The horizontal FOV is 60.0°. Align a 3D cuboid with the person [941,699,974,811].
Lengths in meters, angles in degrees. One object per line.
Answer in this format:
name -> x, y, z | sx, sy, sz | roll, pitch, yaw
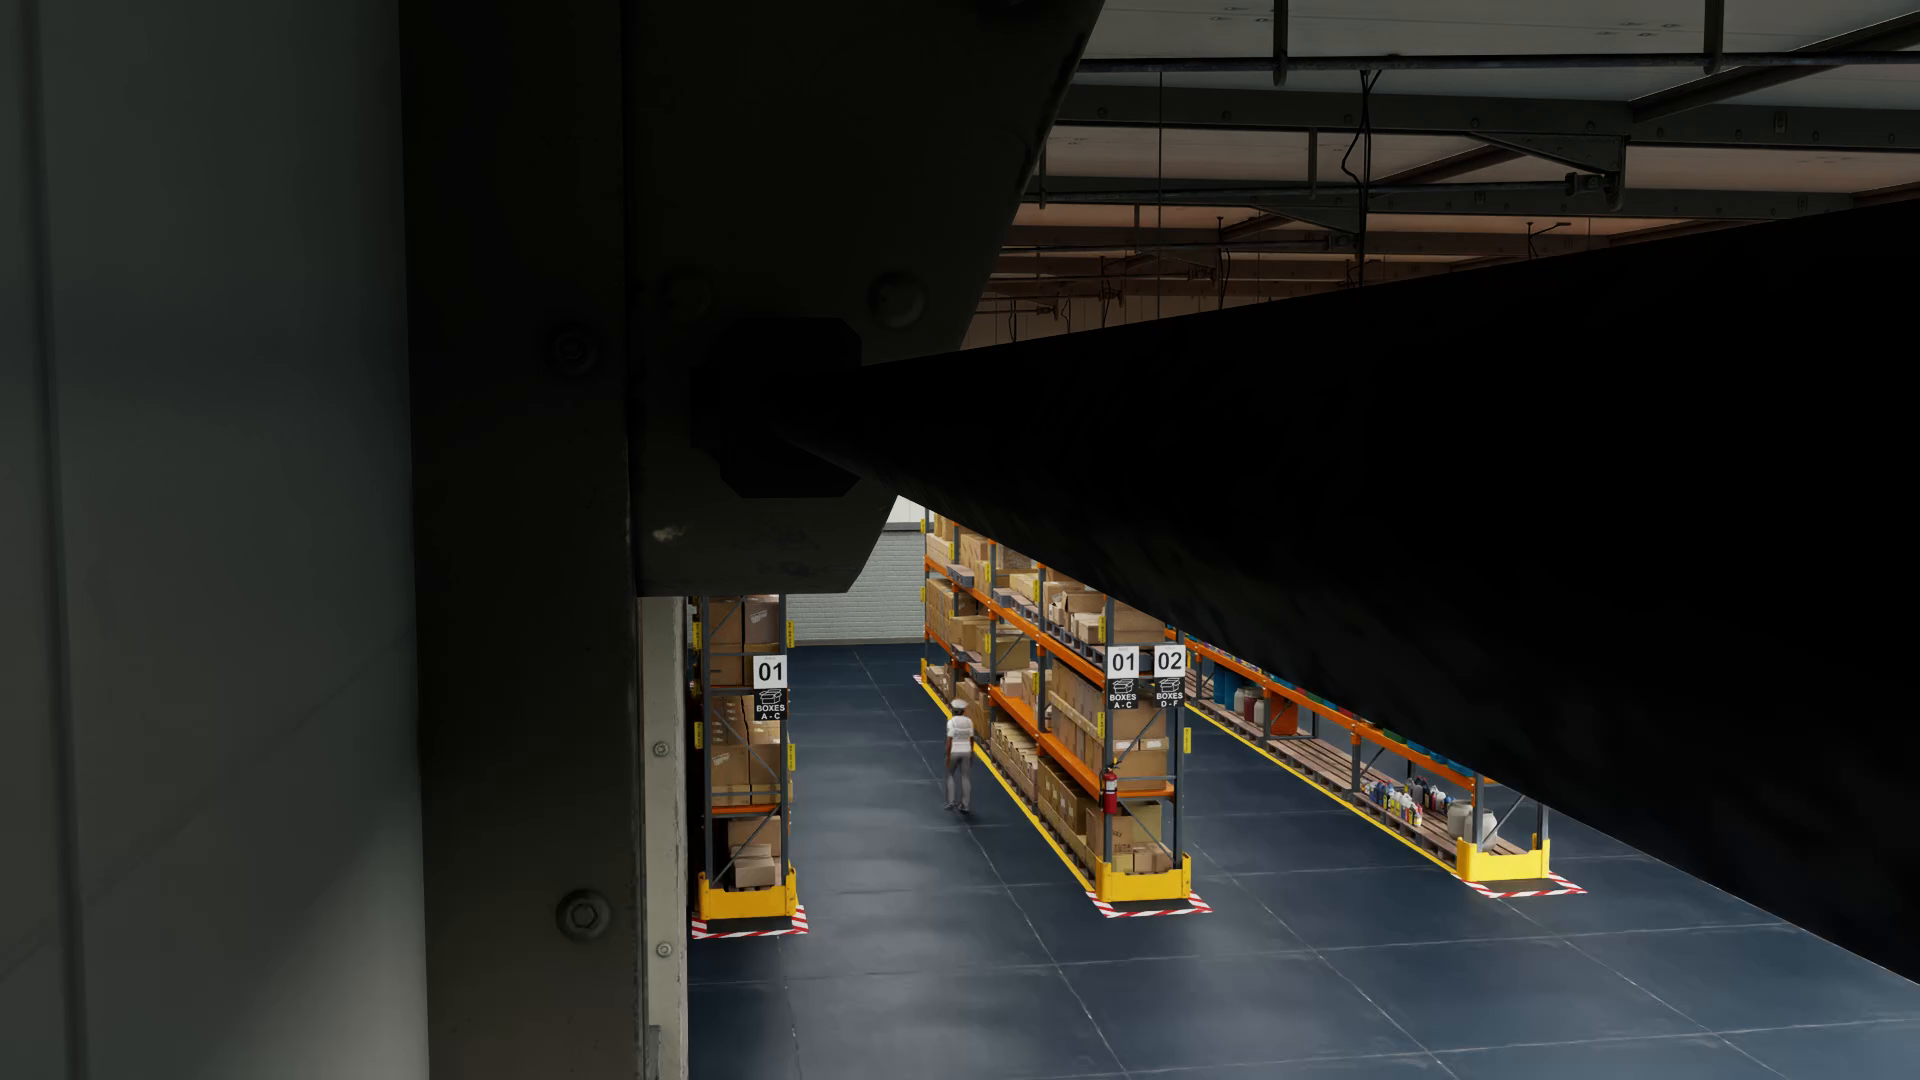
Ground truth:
person -> -0.003, 3.292, 25.312 | 0.484, 1.724, 0.661 | -2, 5, -18
